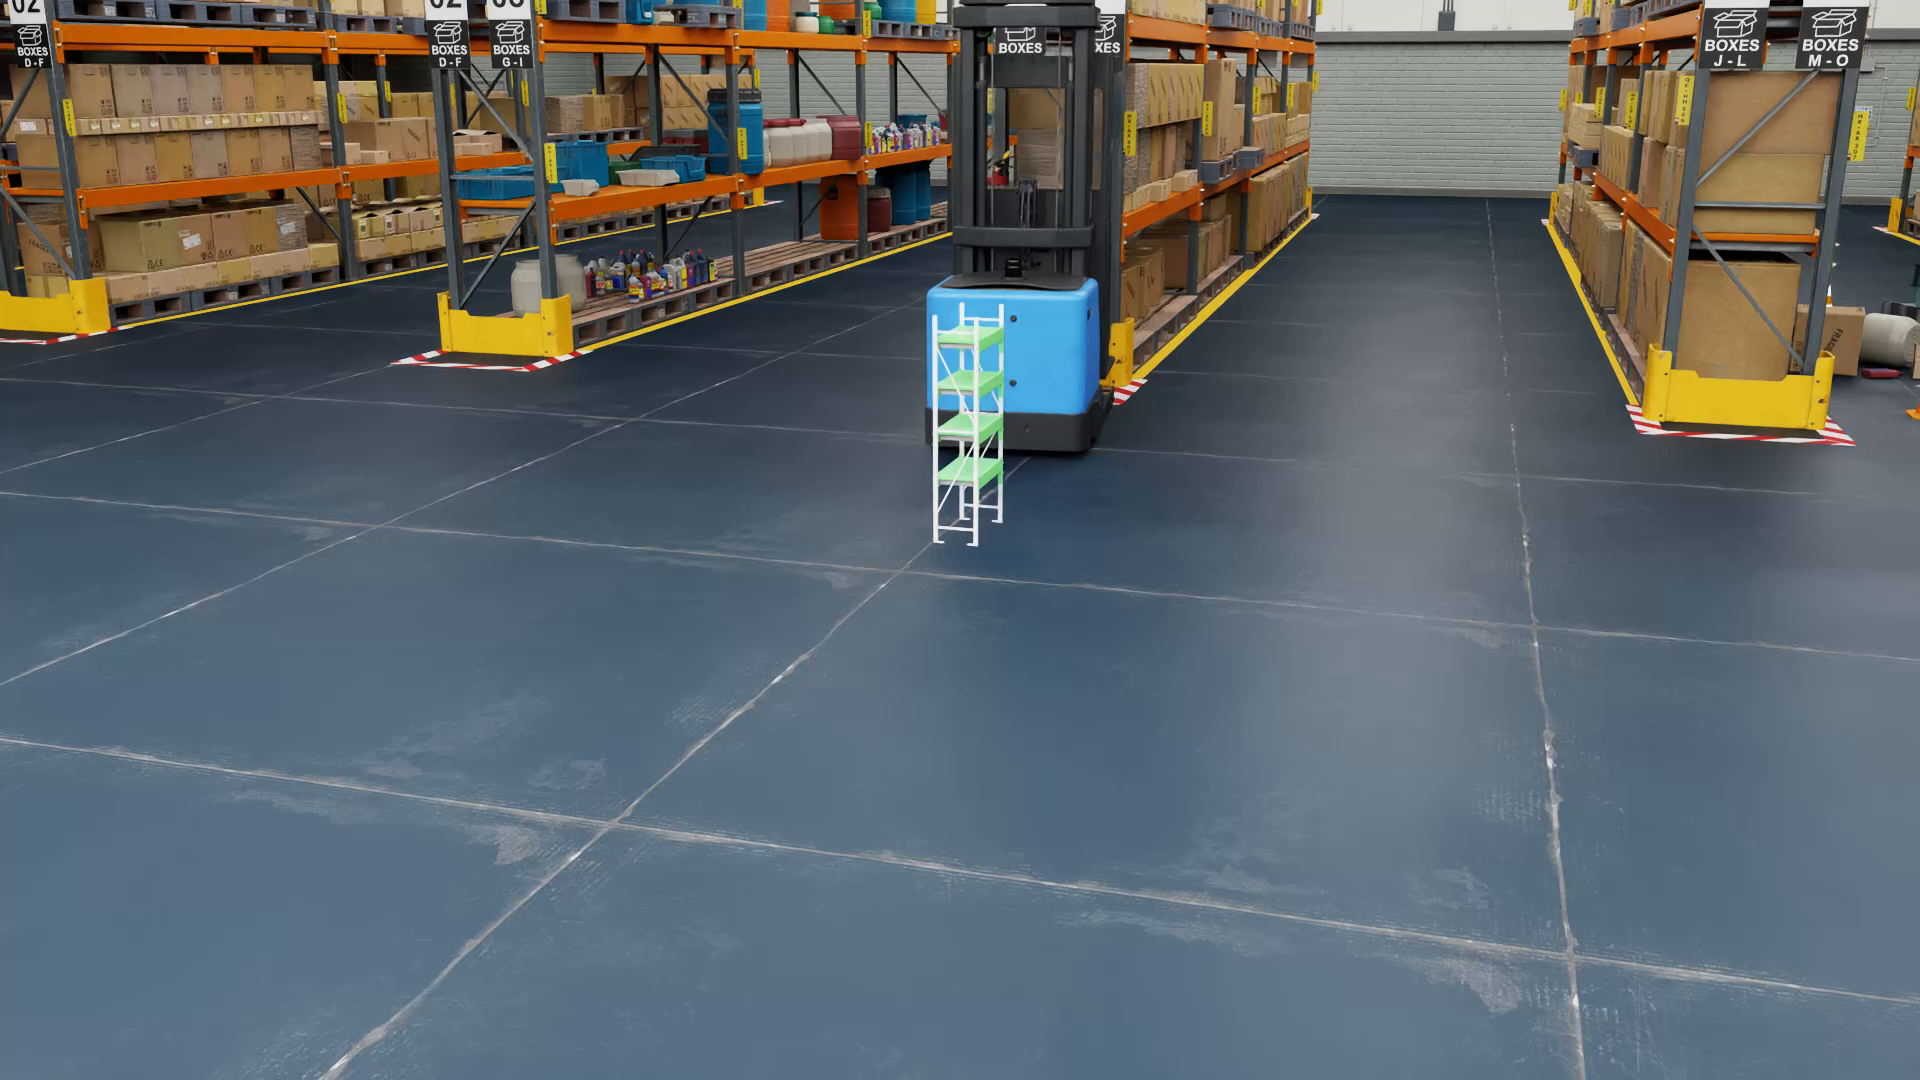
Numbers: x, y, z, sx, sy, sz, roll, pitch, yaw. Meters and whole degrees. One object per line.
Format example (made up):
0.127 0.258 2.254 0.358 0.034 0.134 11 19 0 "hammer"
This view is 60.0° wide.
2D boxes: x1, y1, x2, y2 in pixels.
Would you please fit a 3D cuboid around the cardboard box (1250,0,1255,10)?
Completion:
3.143 -6.391 19.267 0.500 0.500 0.500 5 17 17 "cardboard box"

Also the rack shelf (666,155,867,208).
-2.278 -4.318 19.874 1.077 0.370 4.000 5 16 16 "rack shelf"

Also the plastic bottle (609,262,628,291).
-3.499 -2.698 17.029 0.152 0.276 0.135 5 16 16 "plastic bottle"

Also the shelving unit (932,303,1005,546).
0.047 -0.621 8.818 0.258 1.200 0.503 5 16 16 "shelving unit"

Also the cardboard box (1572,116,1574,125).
8.205 -5.460 21.728 0.380 0.149 0.250 5 17 17 "cardboard box"

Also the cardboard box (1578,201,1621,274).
7.506 -3.360 18.530 1.050 0.750 0.750 4 16 15 "cardboard box"

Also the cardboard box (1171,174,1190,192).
1.950 -3.357 15.630 0.380 0.149 0.250 5 16 16 "cardboard box"

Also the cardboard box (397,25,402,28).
-9.623 -8.784 28.125 0.500 0.250 0.500 5 16 16 "cardboard box"

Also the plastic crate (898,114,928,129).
-0.768 -6.404 25.828 0.392 0.384 0.575 5 16 16 "plastic crate"

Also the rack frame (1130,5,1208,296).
1.902 -3.757 16.577 1.000 3.000 0.127 5 16 16 "rack frame"

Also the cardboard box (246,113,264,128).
-7.758 -4.532 17.940 0.380 0.149 0.250 5 16 16 "cardboard box"

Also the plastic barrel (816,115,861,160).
-1.551 -5.108 21.092 0.600 0.536 0.708 5 16 16 "plastic barrel"

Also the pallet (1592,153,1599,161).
8.289 -4.821 20.681 1.003 0.211 1.213 5 16 16 "pallet"

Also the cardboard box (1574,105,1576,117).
8.127 -5.533 21.441 0.380 0.149 0.250 4 16 15 "cardboard box"

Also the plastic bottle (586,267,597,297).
-3.682 -2.569 16.563 0.061 0.283 0.133 5 16 16 "plastic bottle"

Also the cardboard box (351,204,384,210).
-7.469 -4.070 20.924 0.500 0.311 0.500 5 16 16 "cardboard box"

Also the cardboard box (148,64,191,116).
-8.285 -4.557 16.837 0.700 0.500 0.500 5 16 16 "cardboard box"

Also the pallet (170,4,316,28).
-7.812 -5.701 18.098 1.003 0.211 1.213 5 16 16 "pallet"

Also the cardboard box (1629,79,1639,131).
7.197 -4.404 16.844 0.700 0.500 0.500 4 16 15 "cardboard box"

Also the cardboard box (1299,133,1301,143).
5.092 -6.257 25.852 0.380 0.149 0.250 5 17 17 "cardboard box"

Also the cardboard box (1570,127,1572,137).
8.276 -5.380 21.989 0.380 0.149 0.250 5 17 17 "cardboard box"

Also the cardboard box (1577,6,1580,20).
9.363 -7.734 24.461 0.500 0.250 0.500 5 17 17 "cardboard box"

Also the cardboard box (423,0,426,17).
-6.838 -6.735 21.086 0.500 0.250 0.500 4 16 15 "cardboard box"

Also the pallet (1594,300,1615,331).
6.776 -2.212 16.241 1.003 0.211 1.213 5 16 16 "pallet"

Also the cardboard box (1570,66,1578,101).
9.209 -6.660 24.253 0.500 0.500 0.500 4 16 14 "cardboard box"

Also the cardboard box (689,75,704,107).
-4.625 -7.519 27.826 0.500 0.500 0.500 4 16 14 "cardboard box"

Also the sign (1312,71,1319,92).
5.828 -7.522 27.295 0.100 0.325 0.005 5 16 16 "sign"

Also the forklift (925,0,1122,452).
0.534 -2.328 11.665 1.130 2.935 3.031 3 16 9 "forklift"

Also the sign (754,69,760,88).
-3.658 -8.326 29.987 0.100 0.325 0.005 5 16 16 "sign"

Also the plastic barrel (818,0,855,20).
-1.546 -7.187 21.619 0.600 0.830 0.708 5 16 16 "plastic barrel"

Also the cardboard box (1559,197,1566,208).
9.350 -5.145 25.381 0.380 0.149 0.250 5 17 18 "cardboard box"

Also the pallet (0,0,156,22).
-8.506 -5.063 15.848 1.003 0.211 1.213 5 16 16 "pallet"

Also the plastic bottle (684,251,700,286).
-2.808 -2.837 17.383 0.144 0.351 0.185 4 16 13 "plastic bottle"

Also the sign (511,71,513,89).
-8.419 -8.674 31.357 0.100 0.325 0.005 5 16 16 "sign"

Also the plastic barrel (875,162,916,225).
-0.945 -5.100 24.389 0.600 0.901 0.708 5 16 16 "plastic barrel"

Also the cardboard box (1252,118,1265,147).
3.582 -5.093 21.104 0.500 0.500 0.500 4 16 14 "cardboard box"

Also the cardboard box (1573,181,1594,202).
8.439 -4.626 22.079 0.500 0.250 0.500 4 16 13 "cardboard box"

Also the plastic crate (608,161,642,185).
-3.503 -3.706 16.786 0.450 0.188 0.662 5 16 16 "plastic crate"

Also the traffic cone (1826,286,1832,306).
8.458 -2.359 16.298 0.336 0.463 0.334 5 16 16 "traffic cone"

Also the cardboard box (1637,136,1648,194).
6.535 -3.320 14.764 0.875 0.550 0.550 5 16 16 "cardboard box"

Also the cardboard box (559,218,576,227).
-5.911 -4.816 24.086 0.500 0.500 0.500 4 16 14 "cardboard box"

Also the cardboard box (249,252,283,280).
-7.797 -3.005 18.196 0.500 0.250 0.500 5 16 16 "cardboard box"

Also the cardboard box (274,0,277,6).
-10.856 -8.076 25.320 0.700 0.500 0.500 6 17 19 "cardboard box"

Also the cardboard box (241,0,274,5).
-7.991 -6.175 18.397 0.500 0.500 0.500 6 17 20 "cardboard box"

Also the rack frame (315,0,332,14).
-7.595 -7.412 18.471 1.000 3.000 0.127 5 16 16 "rack frame"

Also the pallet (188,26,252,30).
-11.076 -7.480 24.555 1.213 0.211 1.003 5 17 18 "pallet"

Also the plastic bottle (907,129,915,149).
-0.727 -5.723 23.735 0.152 0.276 0.135 5 16 16 "plastic bottle"

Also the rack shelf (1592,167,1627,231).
7.197 -3.523 17.071 1.077 0.370 4.000 5 16 16 "rack shelf"

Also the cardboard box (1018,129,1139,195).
0.948 -3.043 13.333 0.875 0.500 0.500 5 16 16 "cardboard box"

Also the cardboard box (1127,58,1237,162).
2.262 -4.444 17.133 1.000 1.000 1.000 5 17 16 "cardboard box"

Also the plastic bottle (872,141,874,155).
-1.190 -5.234 22.148 0.097 0.201 0.097 0 16 0 "plastic bottle"

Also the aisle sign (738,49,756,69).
-3.872 -8.910 29.982 0.394 0.787 0.004 5 16 16 "aisle sign"

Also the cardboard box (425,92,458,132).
-9.492 -7.669 29.820 0.980 0.700 0.700 4 16 13 "cardboard box"

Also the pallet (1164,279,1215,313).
2.122 -2.619 17.676 1.003 0.211 1.213 5 16 16 "pallet"

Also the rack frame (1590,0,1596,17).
8.902 -8.325 21.689 1.000 3.000 0.127 5 16 16 "rack frame"

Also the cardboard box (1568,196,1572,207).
8.852 -4.804 23.635 0.380 0.149 0.250 4 16 15 "cardboard box"

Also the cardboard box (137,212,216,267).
-8.096 -3.105 17.176 0.500 0.500 0.500 5 16 16 "cardboard box"

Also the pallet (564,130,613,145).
-5.910 -5.989 24.800 1.003 0.211 1.213 5 16 16 "pallet"

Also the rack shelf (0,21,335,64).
-8.163 -5.100 17.133 1.077 0.370 4.000 5 16 16 "rack shelf"

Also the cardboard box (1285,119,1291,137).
4.560 -6.023 24.298 0.500 0.250 0.500 4 16 15 "cardboard box"
